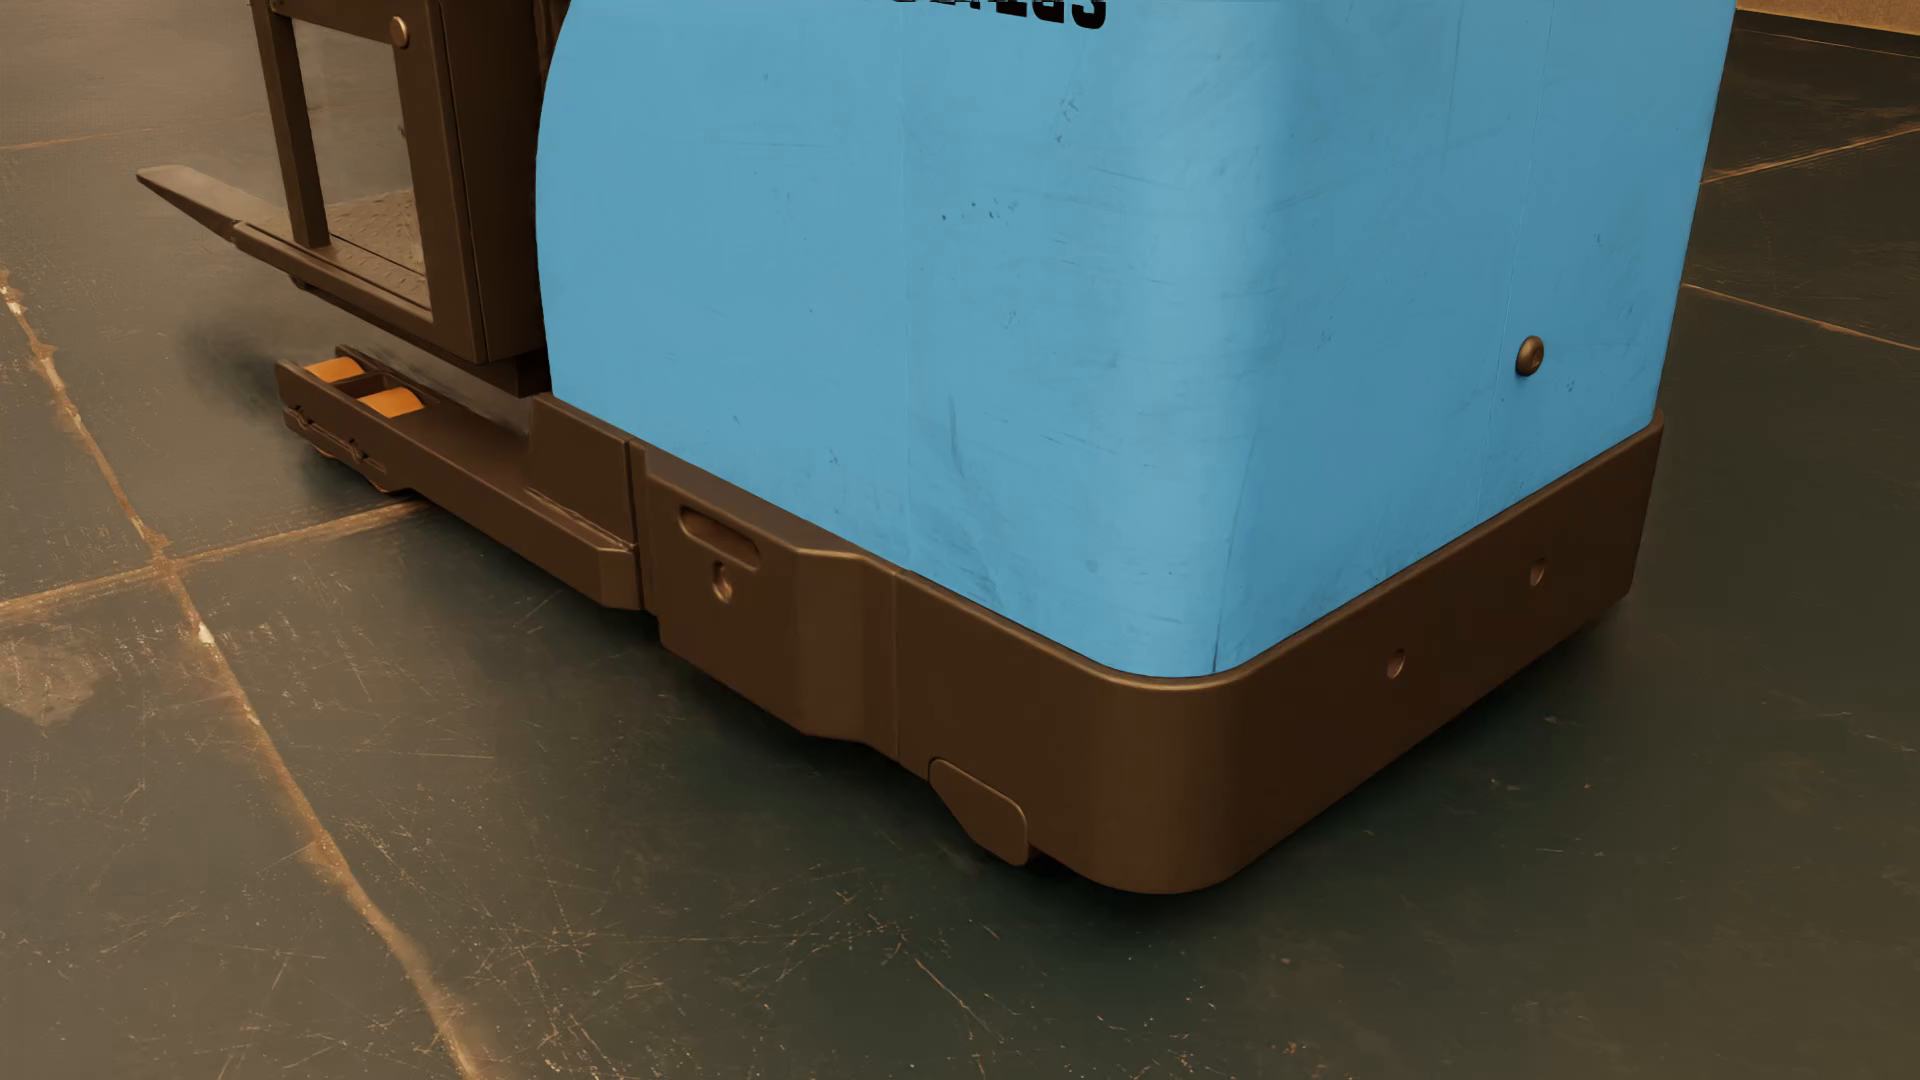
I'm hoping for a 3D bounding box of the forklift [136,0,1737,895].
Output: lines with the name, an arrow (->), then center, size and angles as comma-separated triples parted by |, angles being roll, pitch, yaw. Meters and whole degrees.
forklift -> -0.484, -1.526, 2.273 | 1.130, 2.935, 3.031 | -24, 35, -39
